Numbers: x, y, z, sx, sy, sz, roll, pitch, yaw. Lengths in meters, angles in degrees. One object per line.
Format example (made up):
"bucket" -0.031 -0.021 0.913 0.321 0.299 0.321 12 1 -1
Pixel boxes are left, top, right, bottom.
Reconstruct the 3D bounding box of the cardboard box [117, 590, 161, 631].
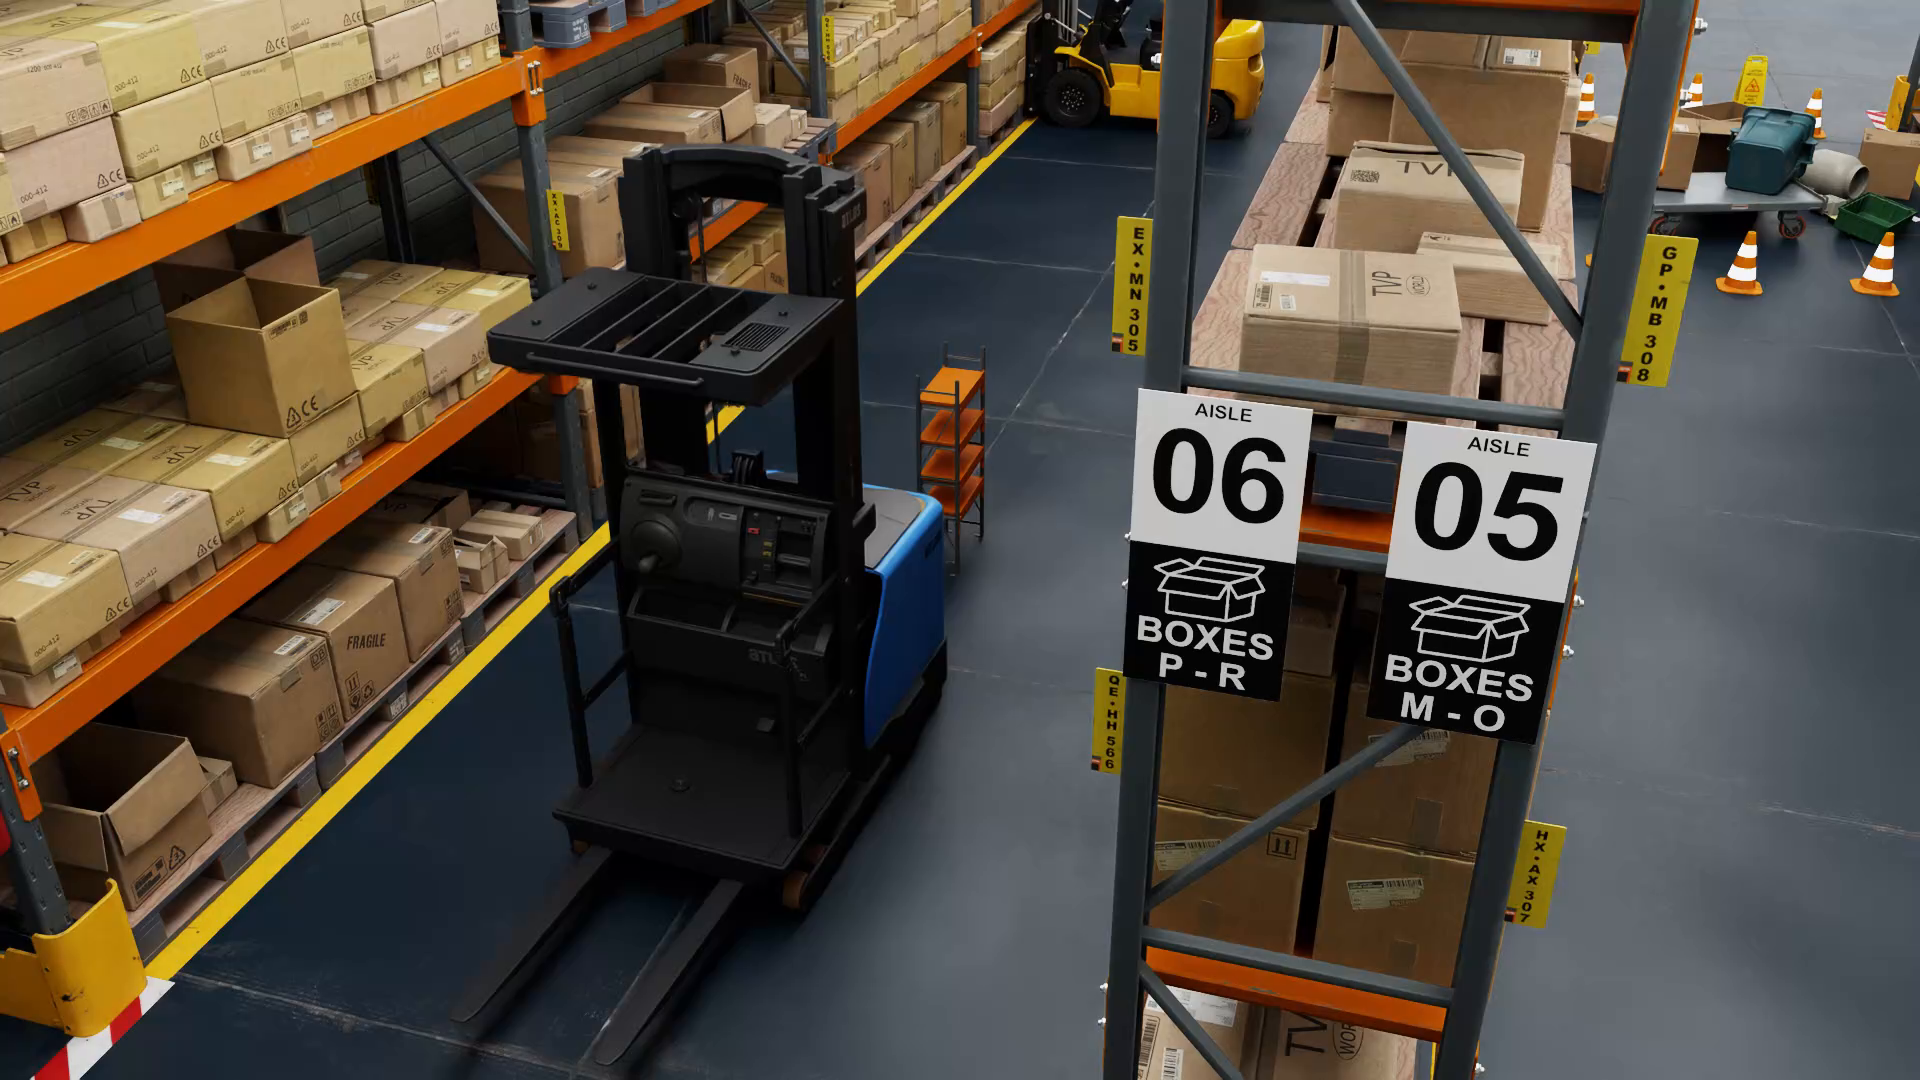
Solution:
"cardboard box" -3.398 0.211 6.544 0.380 0.149 0.250 8 30 14

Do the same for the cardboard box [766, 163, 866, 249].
"cardboard box" -1.287 -2.685 13.501 0.875 0.625 0.625 9 30 16

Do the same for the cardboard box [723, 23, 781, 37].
"cardboard box" -1.611 -3.896 12.897 0.380 0.149 0.250 9 30 16

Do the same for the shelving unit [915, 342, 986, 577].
"shelving unit" -0.049 -0.447 9.320 0.258 1.200 0.503 8 30 15

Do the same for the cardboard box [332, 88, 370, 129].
"cardboard box" -2.826 -1.914 7.277 0.380 0.149 0.250 10 30 17

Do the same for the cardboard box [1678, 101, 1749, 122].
"cardboard box" 7.516 -3.994 16.412 0.797 0.503 0.637 -12 31 -20

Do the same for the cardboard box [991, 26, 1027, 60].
"cardboard box" 0.428 -5.178 17.340 0.500 0.250 0.500 10 30 17

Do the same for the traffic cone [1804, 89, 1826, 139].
"traffic cone" 8.859 -4.450 17.274 0.336 0.463 0.334 8 30 15

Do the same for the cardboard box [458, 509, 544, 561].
"cardboard box" -2.540 -0.029 9.217 0.380 0.149 0.250 8 30 13

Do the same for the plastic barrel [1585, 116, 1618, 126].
"plastic barrel" 6.452 -3.961 16.434 0.421 0.421 0.512 -17 34 -28

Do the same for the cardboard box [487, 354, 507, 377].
"cardboard box" -2.565 -0.974 8.674 0.380 0.149 0.250 9 30 16

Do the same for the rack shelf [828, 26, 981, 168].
"rack shelf" -0.896 -3.866 14.354 1.077 0.370 4.000 8 30 15

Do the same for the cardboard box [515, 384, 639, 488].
"cardboard box" -2.300 -0.676 10.019 0.500 0.500 0.500 10 31 17

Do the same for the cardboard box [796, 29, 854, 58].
"cardboard box" -1.031 -3.809 12.741 0.380 0.149 0.250 9 30 16

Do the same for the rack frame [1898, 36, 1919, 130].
"rack frame" 10.373 -5.603 16.736 1.000 3.000 0.127 8 30 15

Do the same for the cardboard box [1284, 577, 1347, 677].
"cardboard box" 0.829 0.214 4.481 0.380 0.149 0.250 9 30 16

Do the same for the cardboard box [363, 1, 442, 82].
"cardboard box" -2.702 -2.264 7.498 0.500 0.250 0.500 7 30 13

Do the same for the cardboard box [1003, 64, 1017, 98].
"cardboard box" 0.274 -4.725 17.041 0.500 0.250 0.500 8 30 15

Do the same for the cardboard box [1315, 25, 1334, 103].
"cardboard box" 1.715 -2.024 6.579 0.500 0.500 0.500 9 30 16

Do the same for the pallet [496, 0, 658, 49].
"pallet" -2.399 -2.914 9.010 1.213 0.211 1.003 8 30 15

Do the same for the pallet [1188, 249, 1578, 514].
"pallet" 1.122 -0.445 4.470 1.003 0.211 1.213 8 30 15

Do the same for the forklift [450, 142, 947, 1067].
"forklift" -1.047 0.042 6.660 1.130 2.935 3.031 10 31 17

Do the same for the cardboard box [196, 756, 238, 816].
"cardboard box" -3.399 1.066 7.248 0.380 0.149 0.250 7 30 13

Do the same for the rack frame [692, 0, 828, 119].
"rack frame" -1.483 -3.251 12.509 1.000 3.000 0.127 8 30 15

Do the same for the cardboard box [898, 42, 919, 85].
"cardboard box" -0.669 -4.071 14.137 0.500 0.250 0.500 9 30 16

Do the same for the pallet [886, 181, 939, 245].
"pallet" -0.844 -2.975 14.880 1.003 0.211 1.213 8 30 15

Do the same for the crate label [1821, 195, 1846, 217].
"crate label" 7.863 -3.032 15.060 0.298 0.136 0.250 -12 31 -20

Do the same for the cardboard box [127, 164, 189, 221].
"cardboard box" -3.131 -1.315 6.202 0.380 0.149 0.250 8 30 15

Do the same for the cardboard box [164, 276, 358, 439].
"cardboard box" -3.001 -0.795 7.170 0.500 0.500 0.500 9 30 16

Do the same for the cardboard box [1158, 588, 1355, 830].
"cardboard box" 0.829 0.435 4.752 0.500 0.500 0.500 9 30 17

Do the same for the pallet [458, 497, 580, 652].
"pallet" -2.860 0.146 9.271 1.003 0.211 1.213 8 30 15

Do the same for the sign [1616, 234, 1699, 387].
"sign" 1.443 -0.472 3.447 0.100 0.325 0.005 8 30 15

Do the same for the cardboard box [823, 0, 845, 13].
"cardboard box" -1.149 -4.474 13.938 0.380 0.149 0.250 9 30 16

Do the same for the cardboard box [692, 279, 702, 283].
"cardboard box" -1.923 -1.641 11.086 0.380 0.149 0.250 9 30 15

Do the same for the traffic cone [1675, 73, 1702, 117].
"traffic cone" 7.879 -4.769 17.847 0.336 0.463 0.334 8 30 15

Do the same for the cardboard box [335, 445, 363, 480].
"cardboard box" -2.980 -0.384 7.612 0.380 0.149 0.250 8 30 15

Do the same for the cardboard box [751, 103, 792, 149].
"cardboard box" -1.484 -2.833 11.479 0.500 0.250 0.500 7 30 13

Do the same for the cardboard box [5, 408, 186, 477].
"cardboard box" -3.648 -0.318 7.085 0.500 0.250 0.500 9 30 16

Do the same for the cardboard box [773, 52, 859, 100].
"cardboard box" -1.096 -3.572 12.725 0.500 0.250 0.500 8 30 15

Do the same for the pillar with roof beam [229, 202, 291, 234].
"pillar with roof beam" 0.392 -3.205 6.254 9.100 9.000 0.400 8 30 15

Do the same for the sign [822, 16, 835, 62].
"sign" -0.962 -3.649 12.115 0.100 0.325 0.005 8 30 15

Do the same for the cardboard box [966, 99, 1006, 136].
"cardboard box" 0.149 -4.269 16.736 0.500 0.250 0.500 9 30 15

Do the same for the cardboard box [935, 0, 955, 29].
"cardboard box" -0.353 -4.758 14.858 0.500 0.250 0.500 8 30 14

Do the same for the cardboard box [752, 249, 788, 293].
"cardboard box" -1.559 -1.884 12.190 0.500 0.500 0.500 8 30 14

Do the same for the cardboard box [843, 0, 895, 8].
"cardboard box" -0.755 -4.420 13.840 0.380 0.149 0.250 8 30 15

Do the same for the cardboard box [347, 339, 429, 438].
"cardboard box" -2.866 -0.720 7.808 0.500 0.250 0.500 8 30 15

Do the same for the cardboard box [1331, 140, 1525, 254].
"cardboard box" 1.402 -1.014 4.959 0.500 0.311 0.500 9 30 16

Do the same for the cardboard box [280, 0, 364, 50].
"cardboard box" -2.873 -2.246 6.950 0.500 0.250 0.500 9 30 16

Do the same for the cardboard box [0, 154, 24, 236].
"cardboard box" -3.440 -1.076 5.361 0.500 0.250 0.500 8 30 14

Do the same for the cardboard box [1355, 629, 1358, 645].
"cardboard box" 1.749 0.239 6.131 0.500 0.500 0.500 10 30 17

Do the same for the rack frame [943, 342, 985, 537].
"rack frame" 0.023 -0.561 9.524 0.240 1.200 0.015 8 30 15

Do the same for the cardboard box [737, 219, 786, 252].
"cardboard box" -1.437 -2.229 12.143 0.380 0.149 0.250 7 30 12
